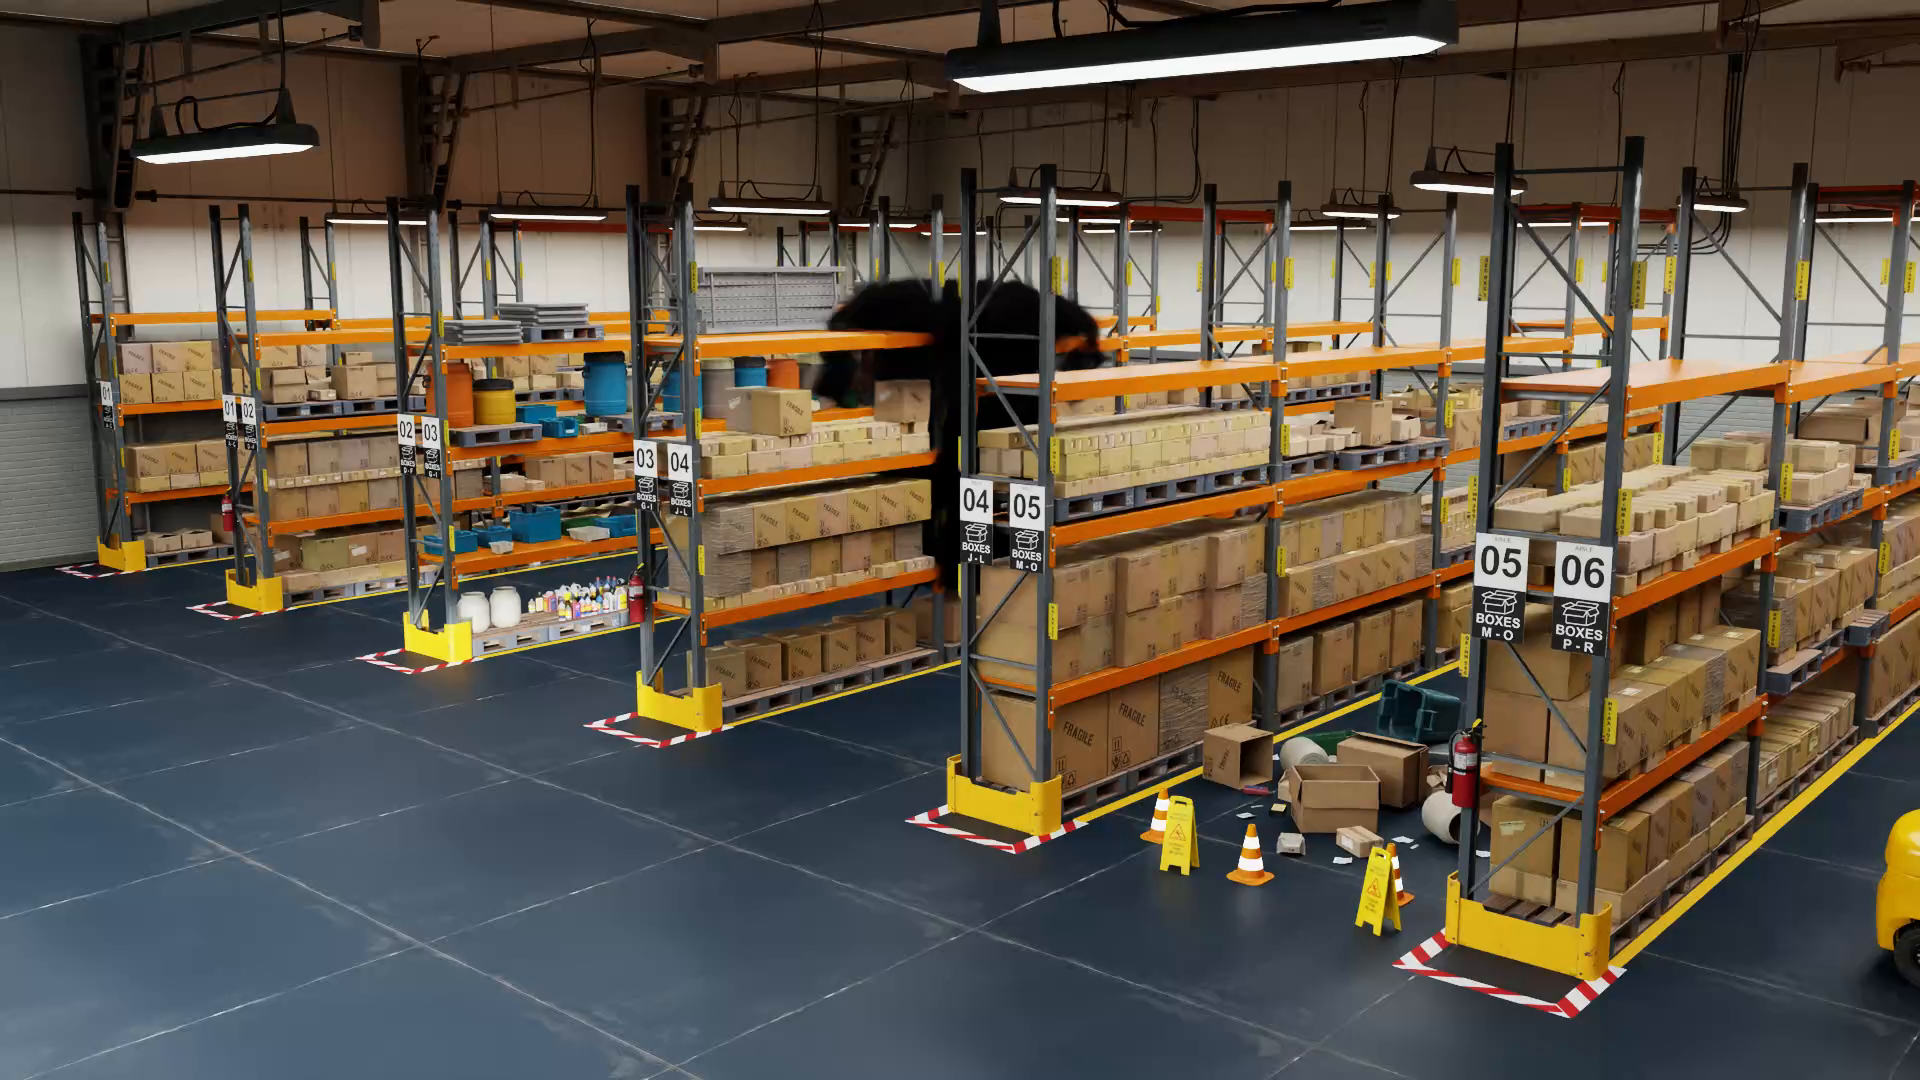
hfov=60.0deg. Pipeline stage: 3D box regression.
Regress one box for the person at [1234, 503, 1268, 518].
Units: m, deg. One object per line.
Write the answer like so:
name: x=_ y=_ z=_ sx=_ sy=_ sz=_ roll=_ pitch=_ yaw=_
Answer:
person: x=4.339 y=-0.057 z=24.898 sx=0.711 sy=1.685 sz=0.880 roll=9 pitch=13 yaw=42
